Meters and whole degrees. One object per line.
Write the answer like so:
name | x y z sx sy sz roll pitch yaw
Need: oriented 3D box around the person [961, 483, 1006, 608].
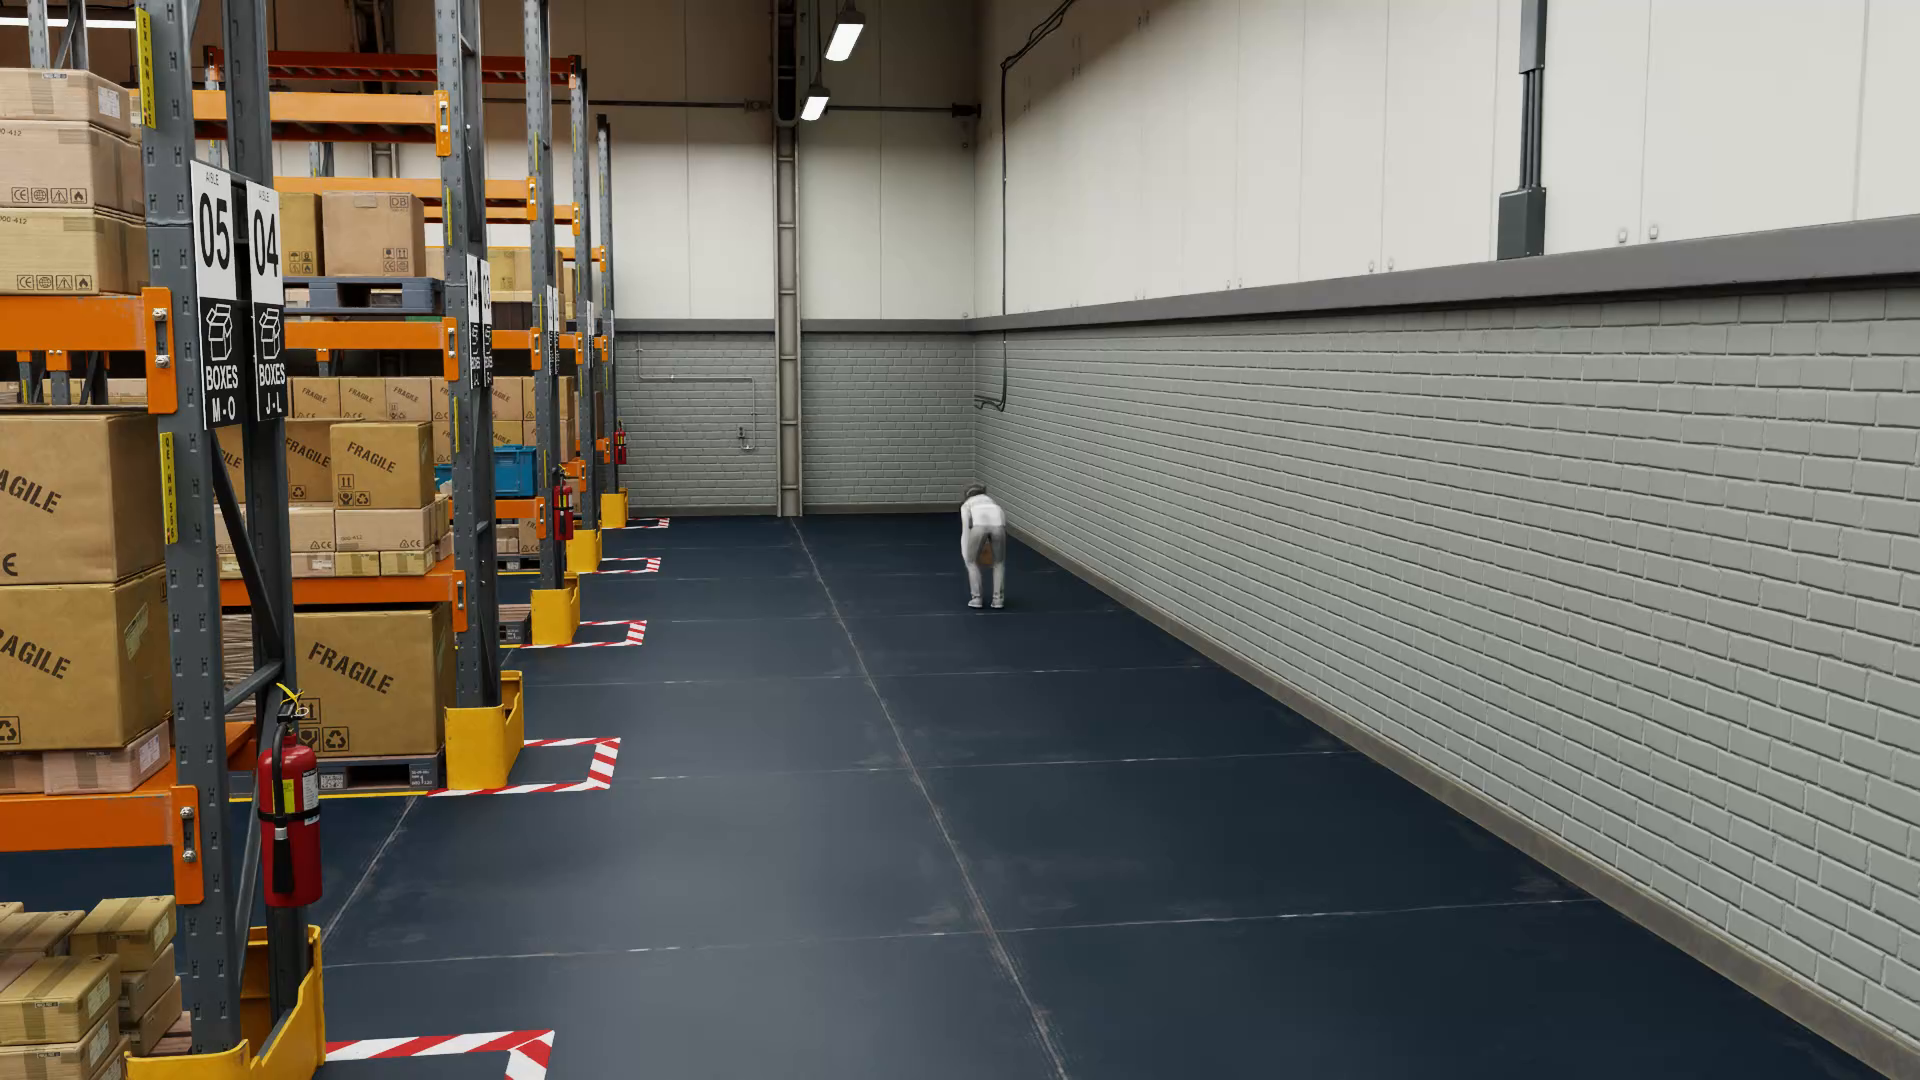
person | 0.225 0.054 17.195 0.412 1.251 0.905 -1 7 -10
